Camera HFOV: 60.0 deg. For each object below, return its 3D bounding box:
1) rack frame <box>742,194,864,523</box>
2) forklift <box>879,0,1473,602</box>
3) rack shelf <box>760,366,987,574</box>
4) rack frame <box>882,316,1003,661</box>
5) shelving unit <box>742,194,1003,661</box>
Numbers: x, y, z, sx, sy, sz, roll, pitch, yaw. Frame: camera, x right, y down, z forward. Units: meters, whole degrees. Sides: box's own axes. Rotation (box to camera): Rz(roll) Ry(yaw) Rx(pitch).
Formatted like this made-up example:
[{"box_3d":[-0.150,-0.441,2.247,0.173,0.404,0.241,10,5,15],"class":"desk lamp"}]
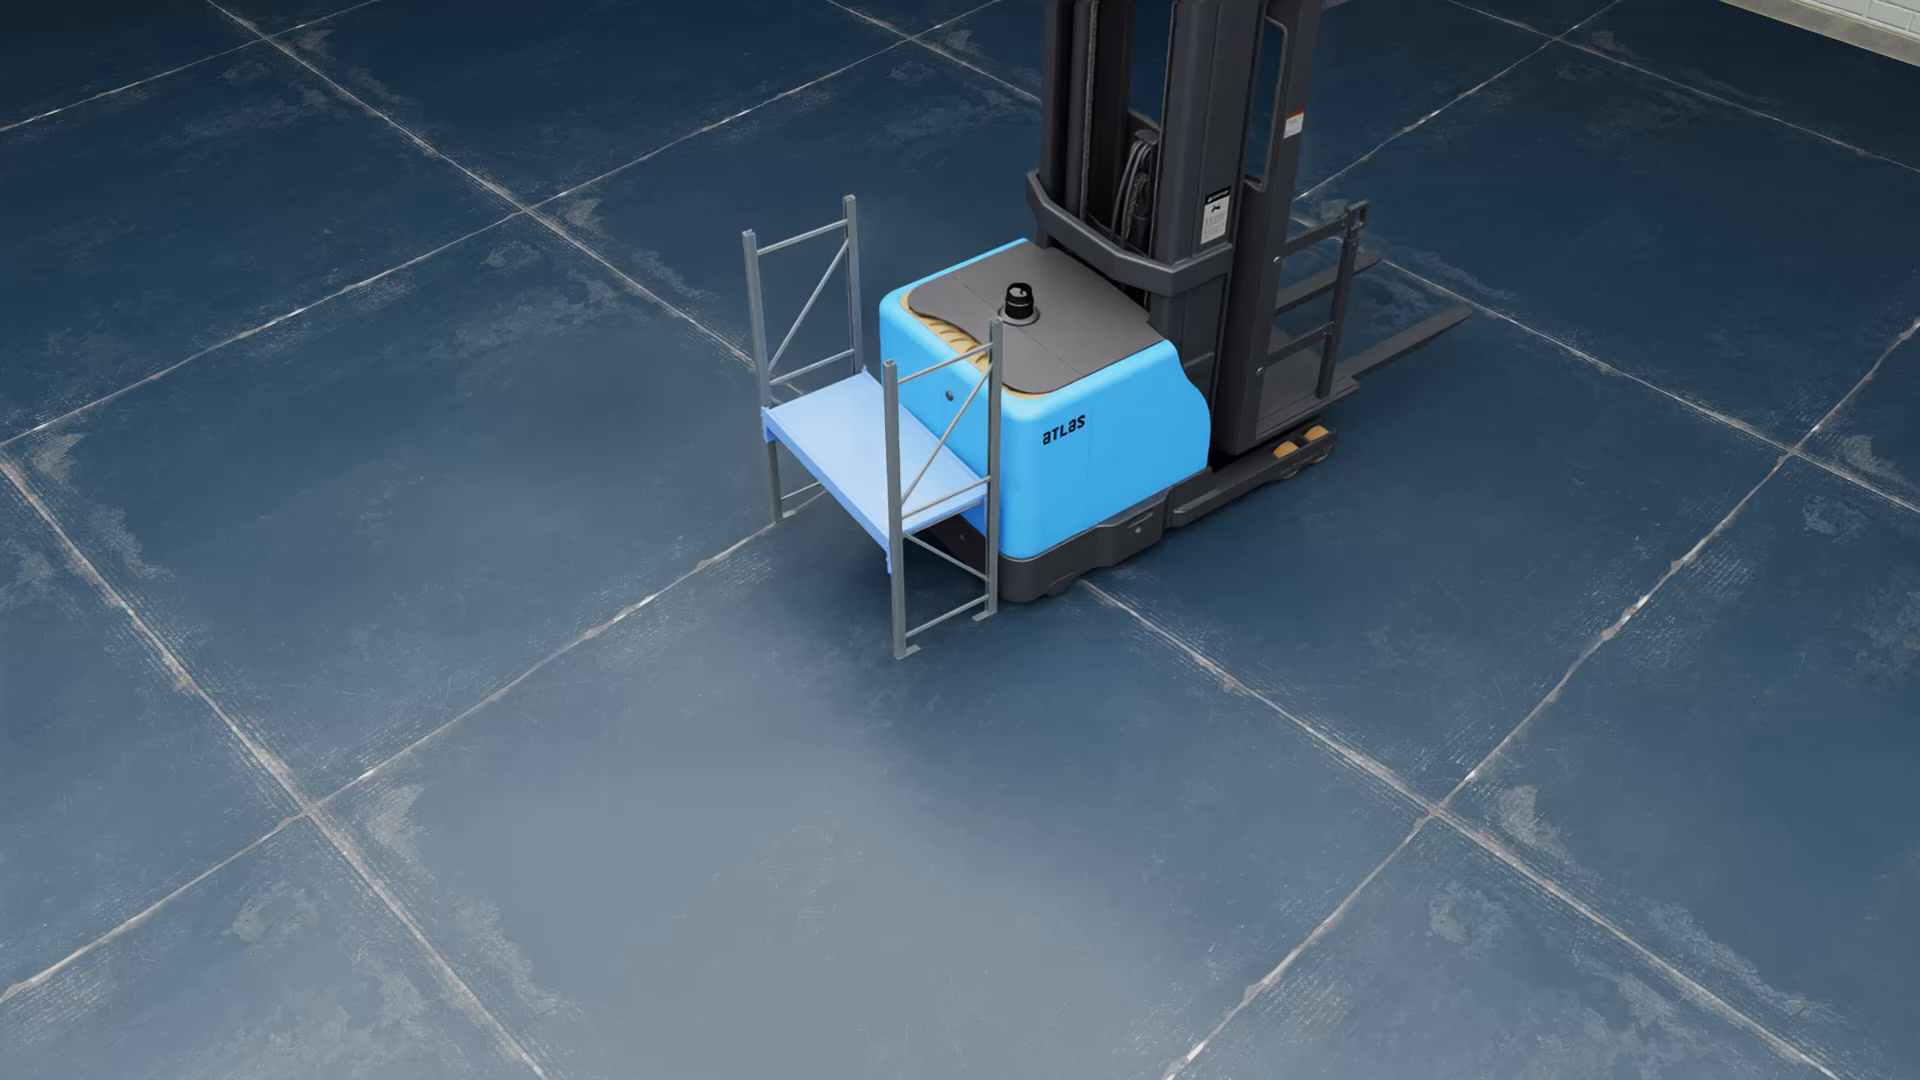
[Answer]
[{"box_3d":[-0.631,-0.729,7.051,0.500,1.500,0.032,-25,48,-24],"class":"rack frame"},{"box_3d":[1.137,-1.627,6.969,3.031,2.935,1.130,-27,49,-26],"class":"forklift"},{"box_3d":[-0.344,-0.312,6.865,0.538,0.185,1.000,-25,48,-24],"class":"rack shelf"},{"box_3d":[-0.058,-0.159,6.434,0.500,1.500,0.032,-25,48,-24],"class":"rack frame"},{"box_3d":[-0.344,-0.444,6.743,0.538,1.500,1.048,-25,48,-24],"class":"shelving unit"}]
